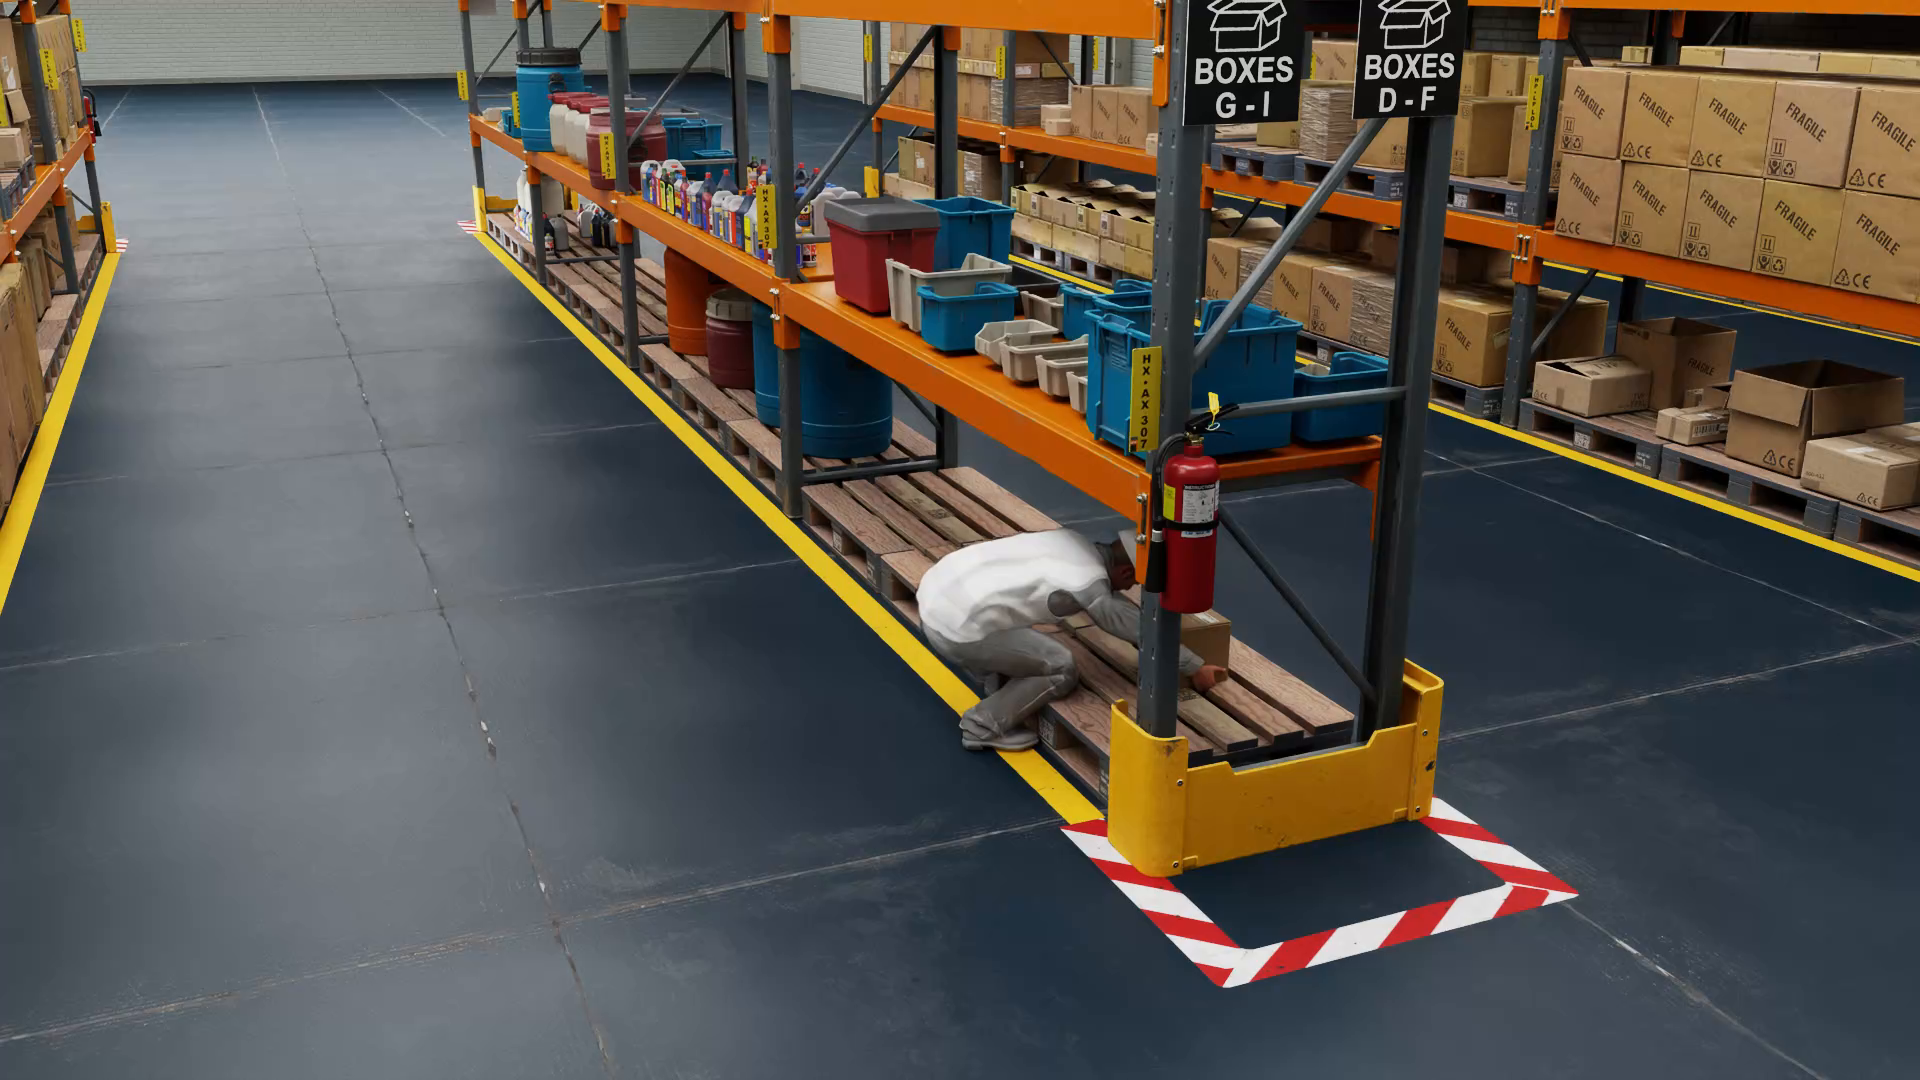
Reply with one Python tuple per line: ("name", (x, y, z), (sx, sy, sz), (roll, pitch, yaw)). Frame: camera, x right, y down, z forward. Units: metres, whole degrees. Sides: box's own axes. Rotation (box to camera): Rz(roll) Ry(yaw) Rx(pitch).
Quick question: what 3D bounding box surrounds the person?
("person", (0.427, 0.359, 6.464), (1.193, 0.817, 0.496), (-2, 19, -7))
